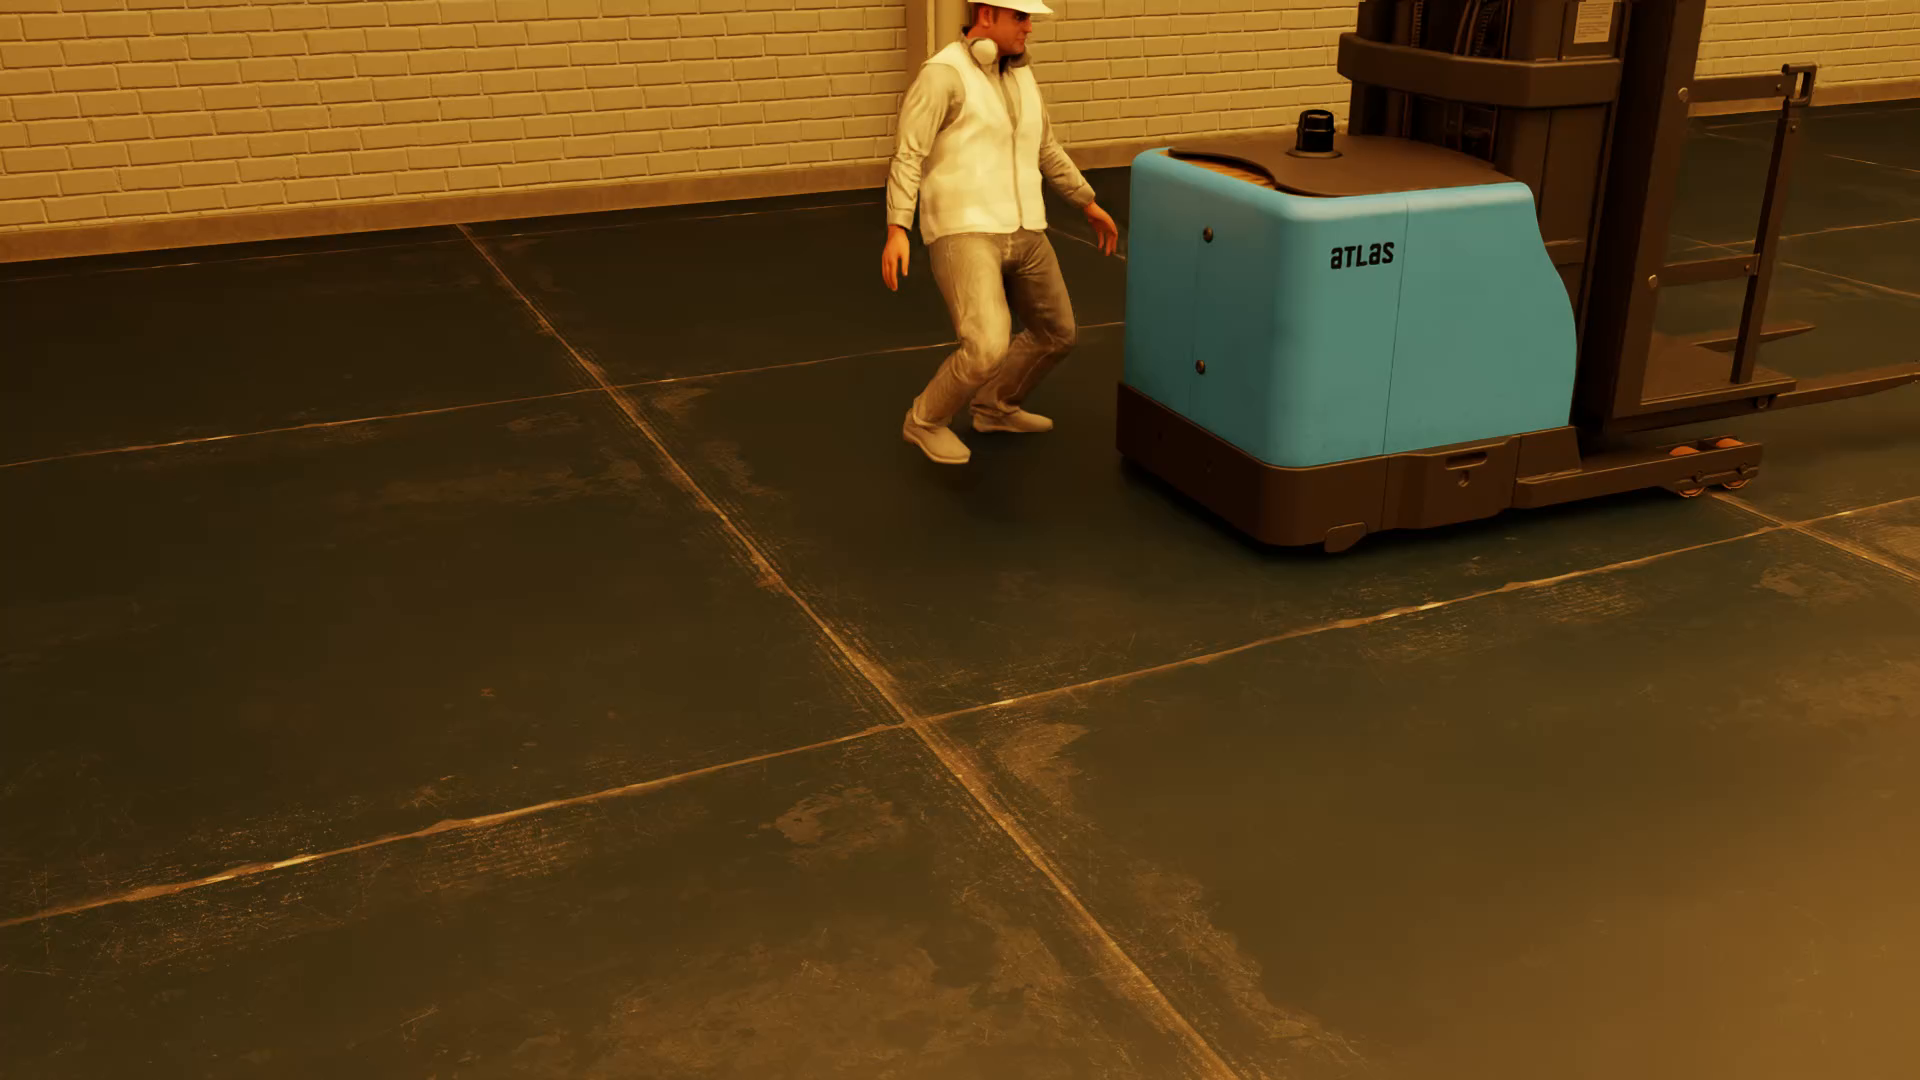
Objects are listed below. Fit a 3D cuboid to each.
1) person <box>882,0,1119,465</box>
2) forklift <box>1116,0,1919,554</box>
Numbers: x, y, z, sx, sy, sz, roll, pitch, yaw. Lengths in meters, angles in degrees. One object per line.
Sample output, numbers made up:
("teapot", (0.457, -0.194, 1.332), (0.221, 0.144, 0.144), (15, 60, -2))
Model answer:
("person", (0.118, -1.037, 5.470), (0.916, 1.667, 0.594), (-20, 30, -40))
("forklift", (2.098, -1.667, 5.300), (3.031, 2.935, 1.130), (-9, 24, -21))
